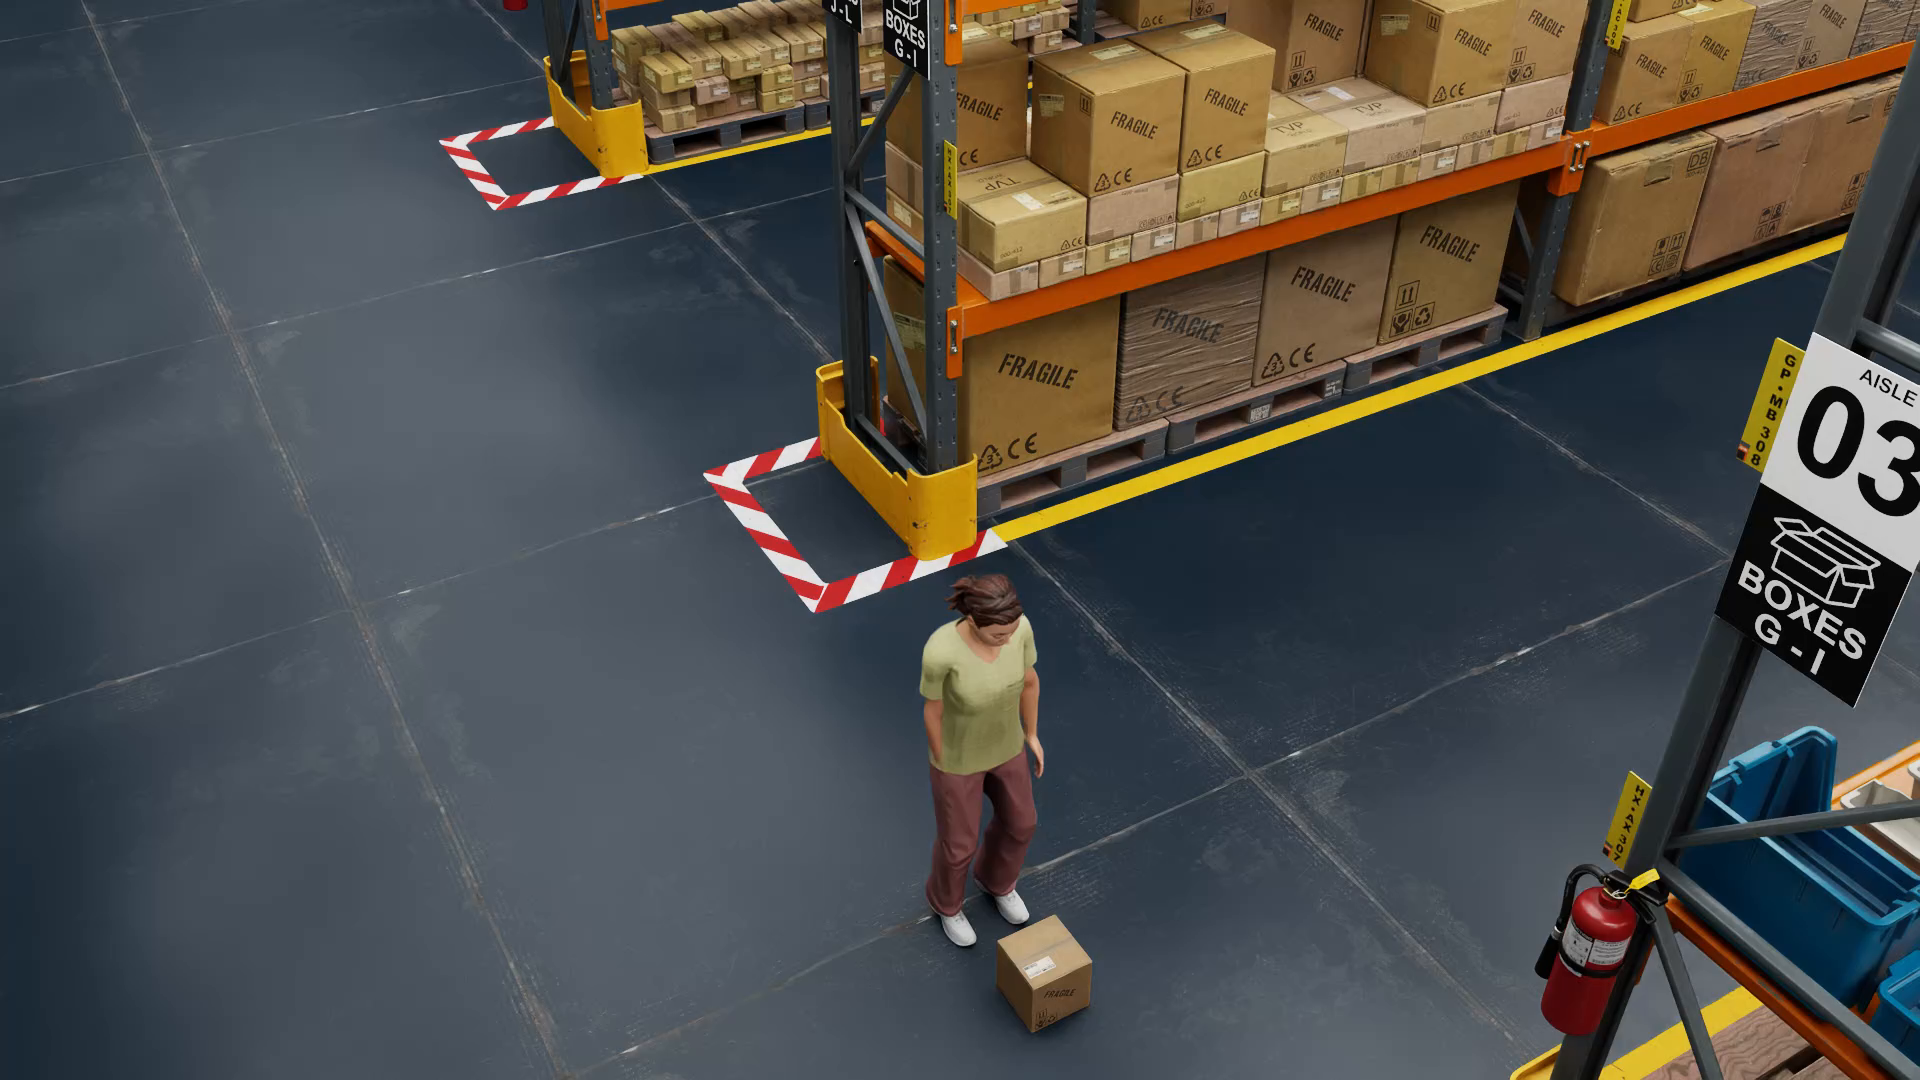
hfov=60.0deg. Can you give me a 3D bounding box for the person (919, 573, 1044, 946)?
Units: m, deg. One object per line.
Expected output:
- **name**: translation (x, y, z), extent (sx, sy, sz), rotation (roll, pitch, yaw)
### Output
- **person**: translation (0.081, 0.756, 5.944), extent (0.458, 1.657, 0.343), rotation (-18, 41, -23)
